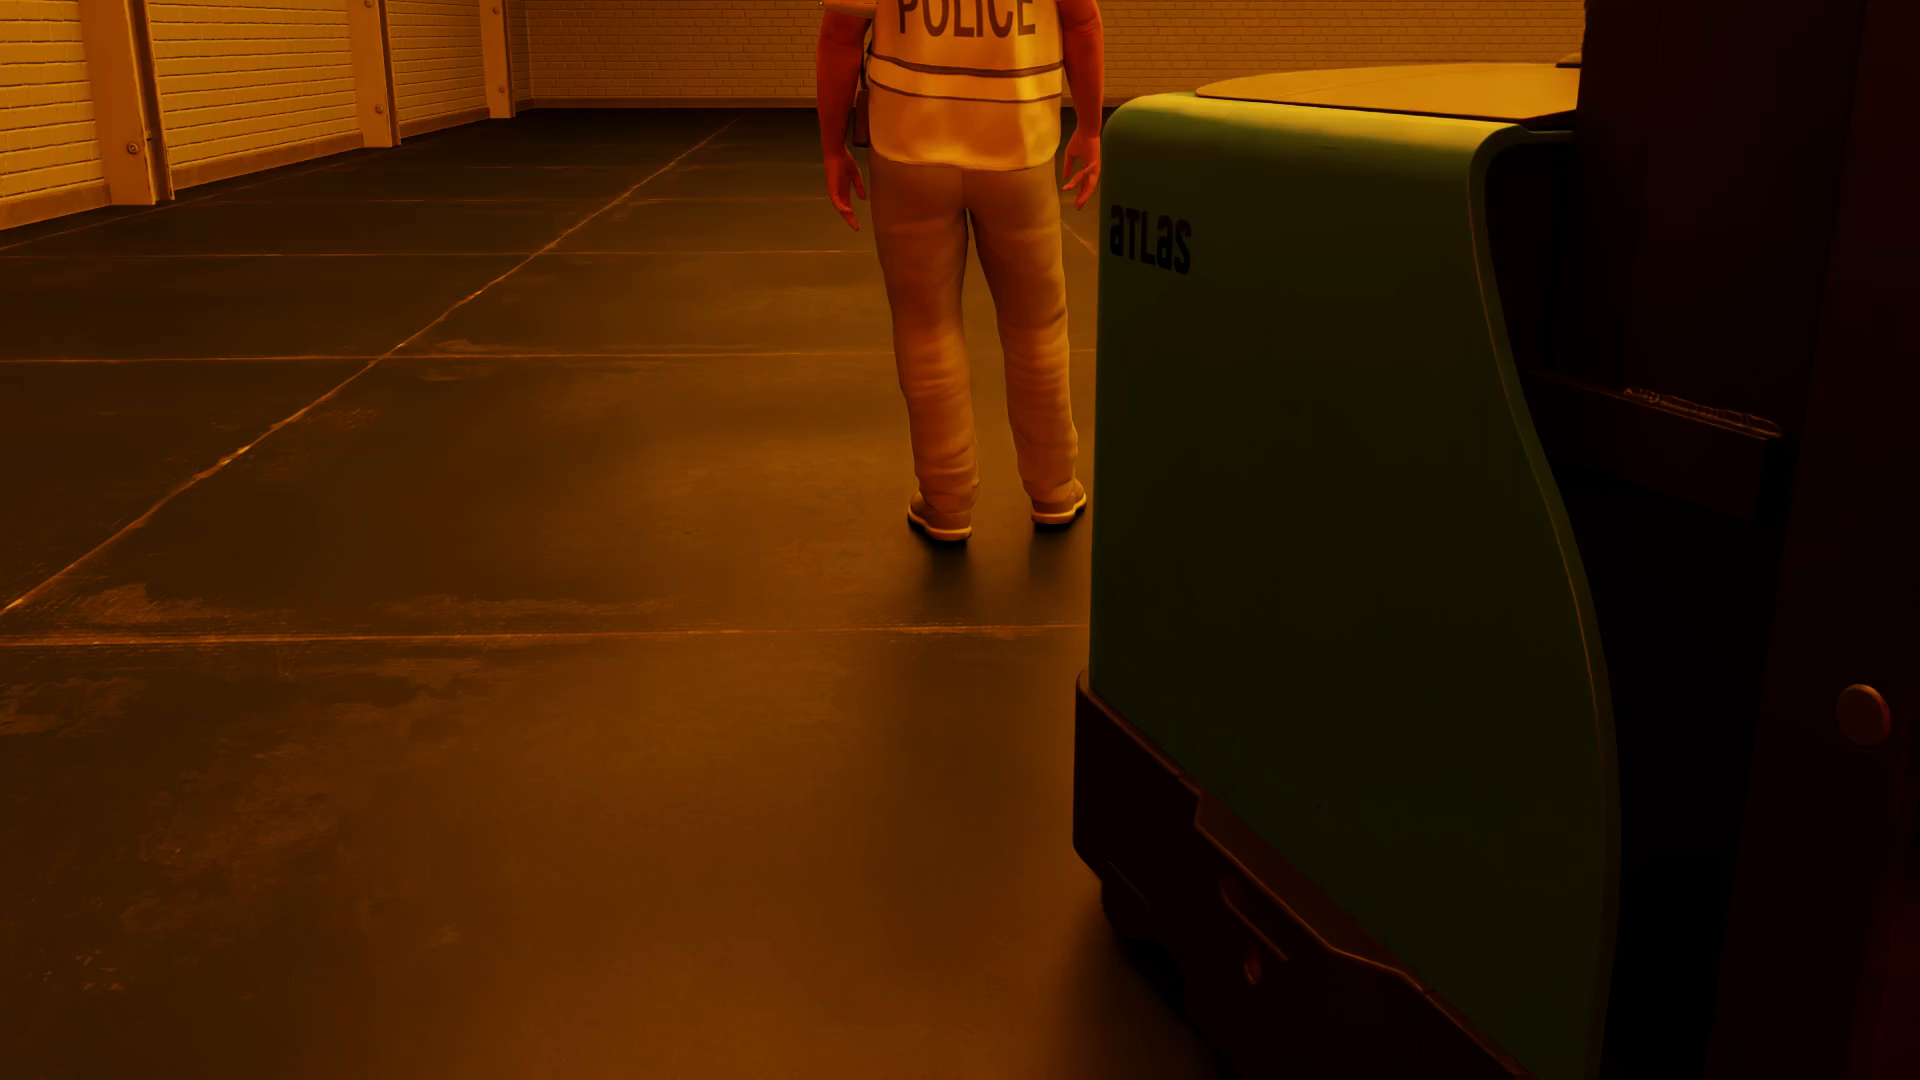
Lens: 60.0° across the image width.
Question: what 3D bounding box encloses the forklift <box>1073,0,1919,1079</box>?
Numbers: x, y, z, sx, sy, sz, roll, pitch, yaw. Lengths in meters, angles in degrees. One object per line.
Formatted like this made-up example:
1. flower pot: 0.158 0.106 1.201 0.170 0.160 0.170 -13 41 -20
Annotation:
1. forklift: 1.132 -0.566 0.759 1.130 2.935 3.031 -6 18 -19

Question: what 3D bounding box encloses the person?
1. person: 0.007 -0.883 3.730 0.641 1.781 0.574 -1 17 -3
